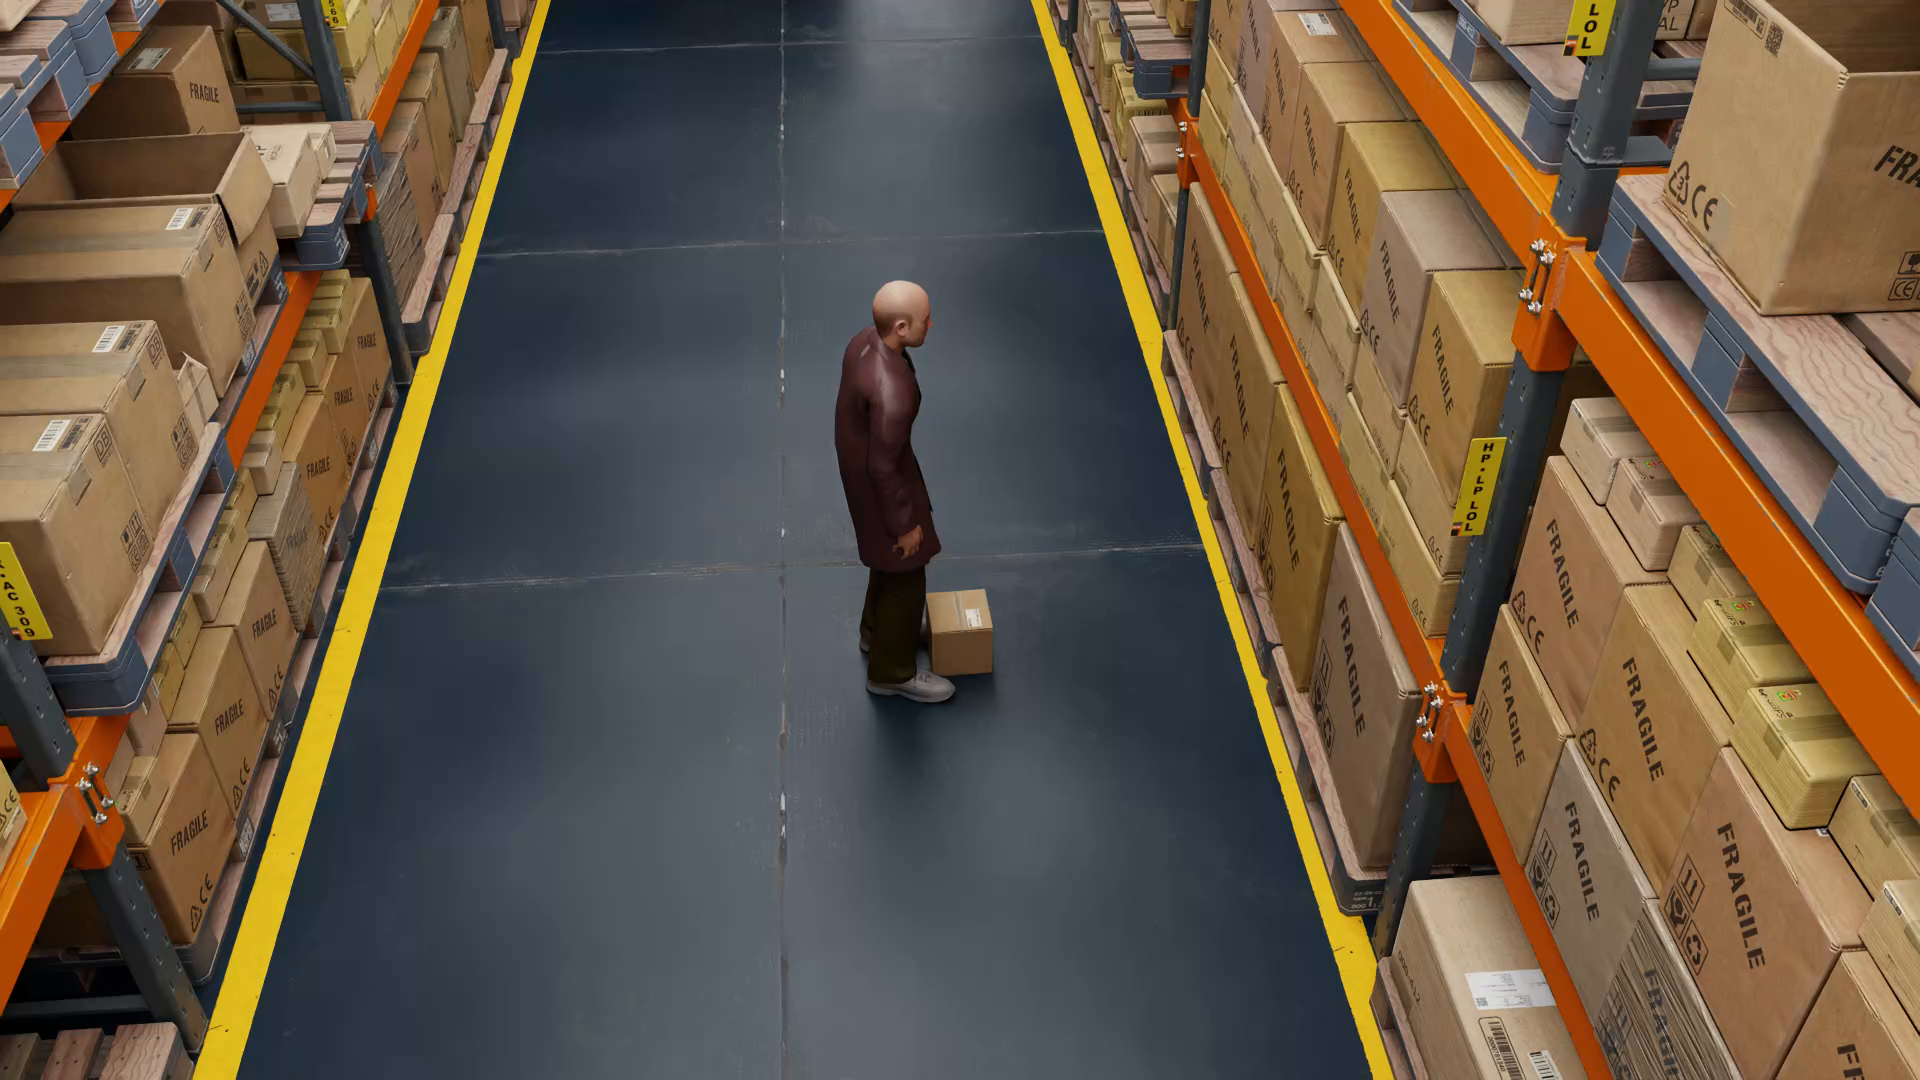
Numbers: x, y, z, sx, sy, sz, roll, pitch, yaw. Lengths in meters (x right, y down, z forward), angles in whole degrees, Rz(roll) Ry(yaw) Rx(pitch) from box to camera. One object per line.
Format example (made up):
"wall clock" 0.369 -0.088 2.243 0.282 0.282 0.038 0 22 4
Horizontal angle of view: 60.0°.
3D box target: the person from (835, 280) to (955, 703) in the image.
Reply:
"person" -0.256 -0.196 6.412 0.429 1.772 0.643 -5 39 -6
